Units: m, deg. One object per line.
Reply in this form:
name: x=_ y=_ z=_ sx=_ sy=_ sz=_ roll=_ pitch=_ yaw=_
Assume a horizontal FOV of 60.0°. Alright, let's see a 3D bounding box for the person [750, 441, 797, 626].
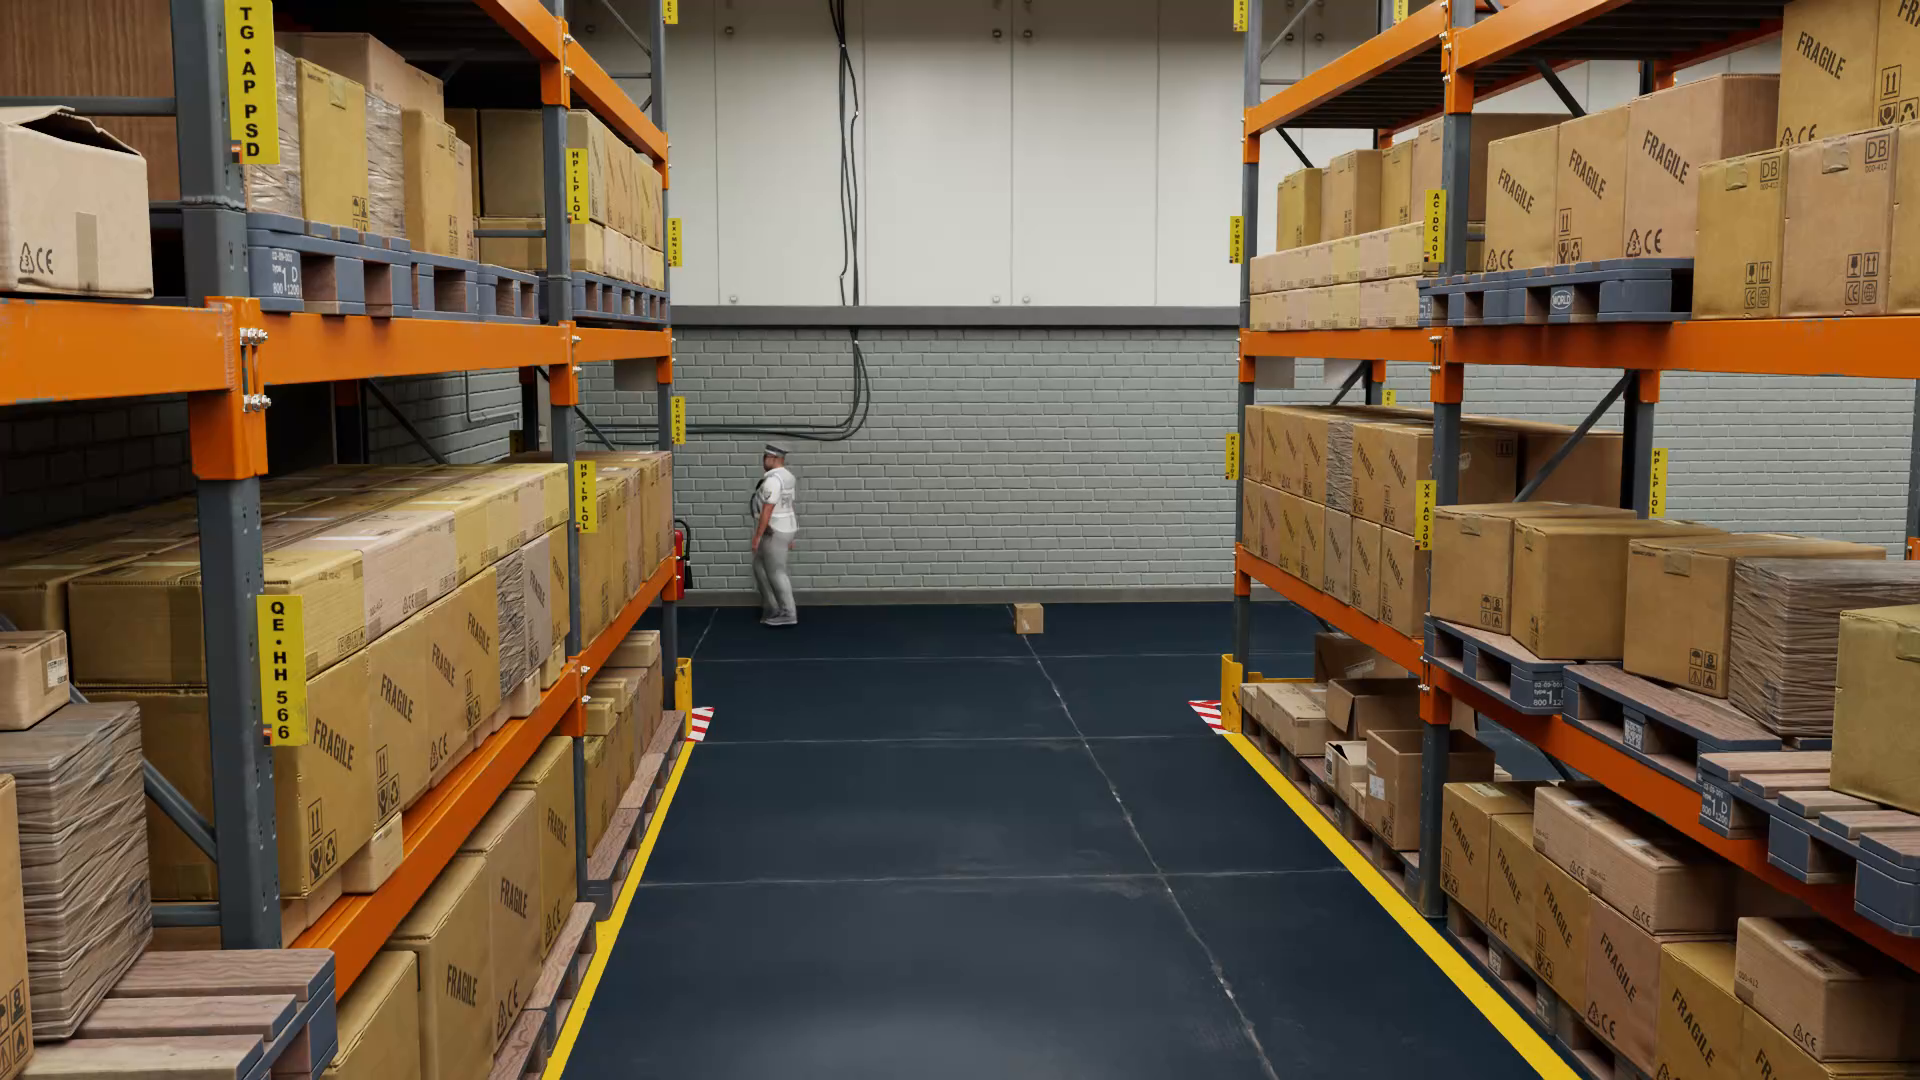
person: x=-1.801 y=-0.026 z=15.984 sx=0.508 sy=1.848 sz=0.574 roll=1 pitch=7 yaw=10
